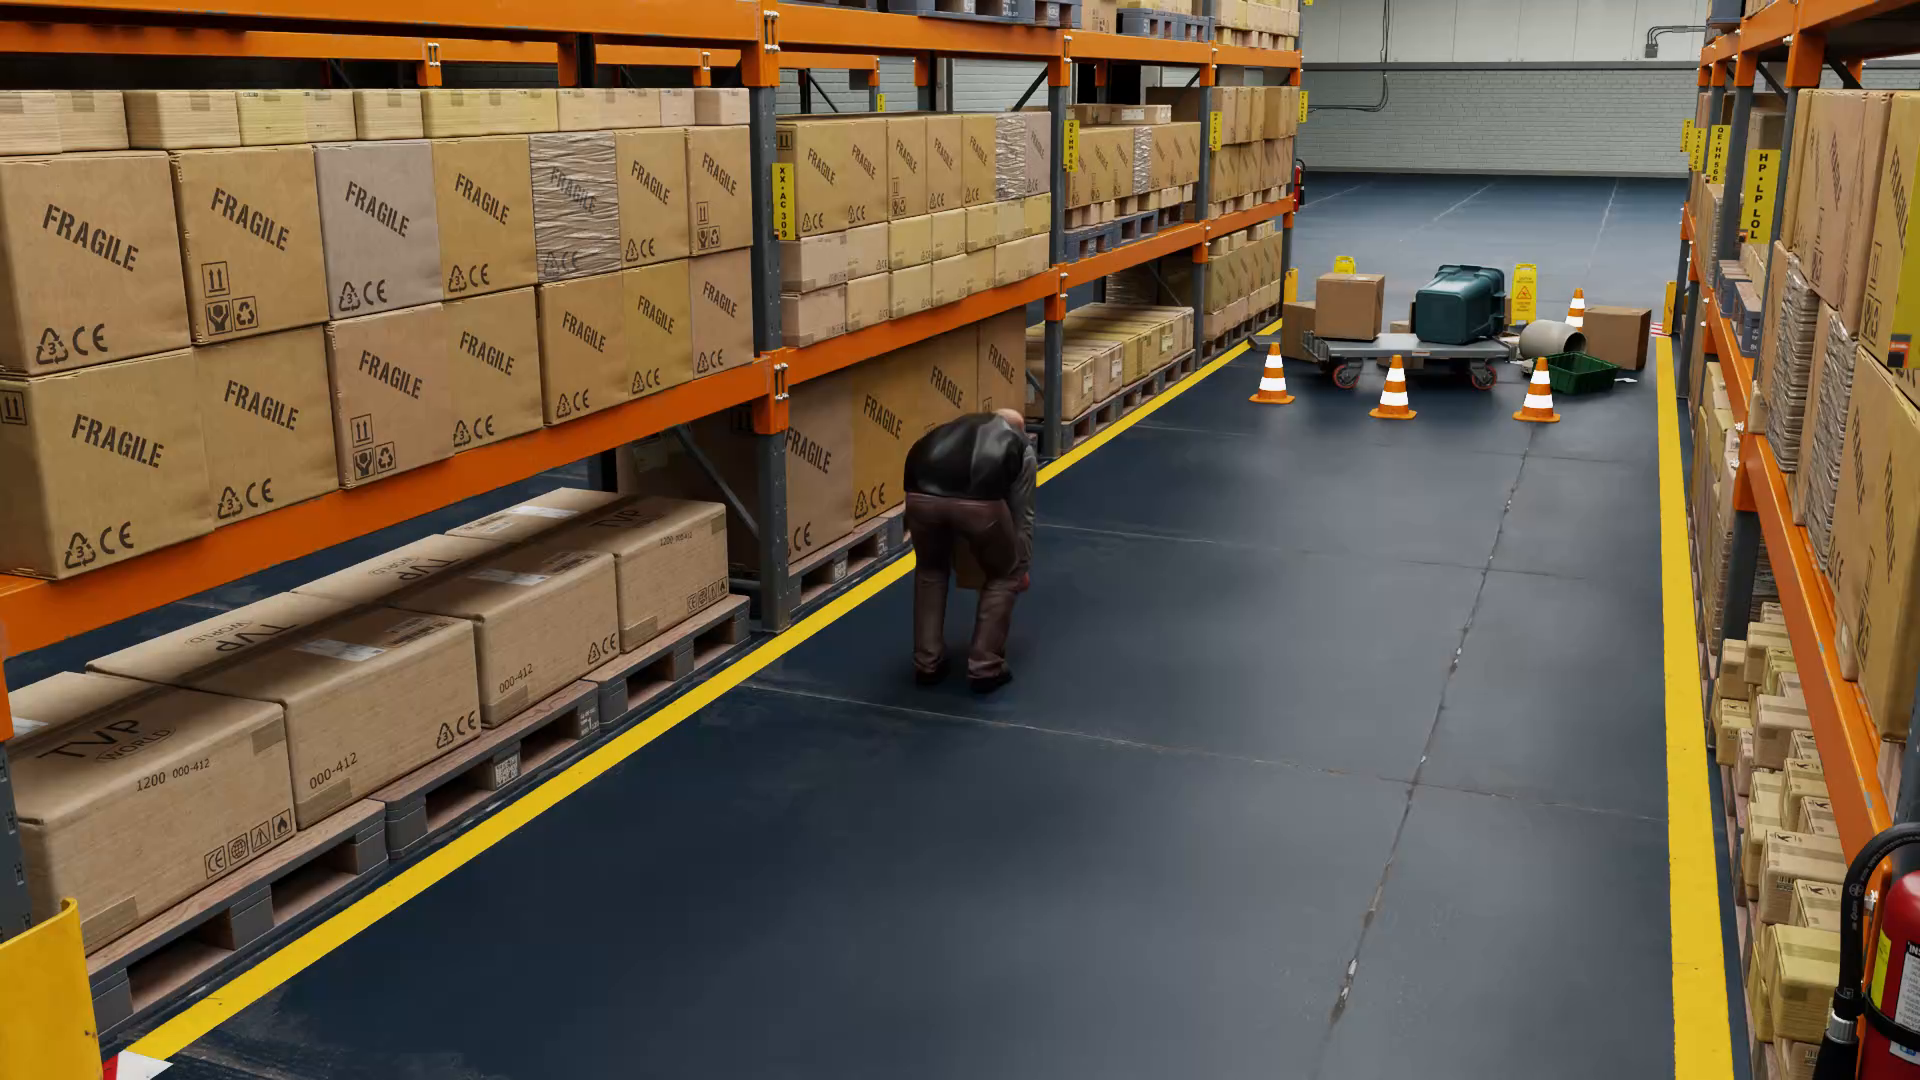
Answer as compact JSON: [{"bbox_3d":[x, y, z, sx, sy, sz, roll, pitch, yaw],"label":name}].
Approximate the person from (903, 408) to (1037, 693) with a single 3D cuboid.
[{"bbox_3d":[0.082,0.011,7.201,0.467,1.105,0.938,5,16,19],"label":"person"}]
